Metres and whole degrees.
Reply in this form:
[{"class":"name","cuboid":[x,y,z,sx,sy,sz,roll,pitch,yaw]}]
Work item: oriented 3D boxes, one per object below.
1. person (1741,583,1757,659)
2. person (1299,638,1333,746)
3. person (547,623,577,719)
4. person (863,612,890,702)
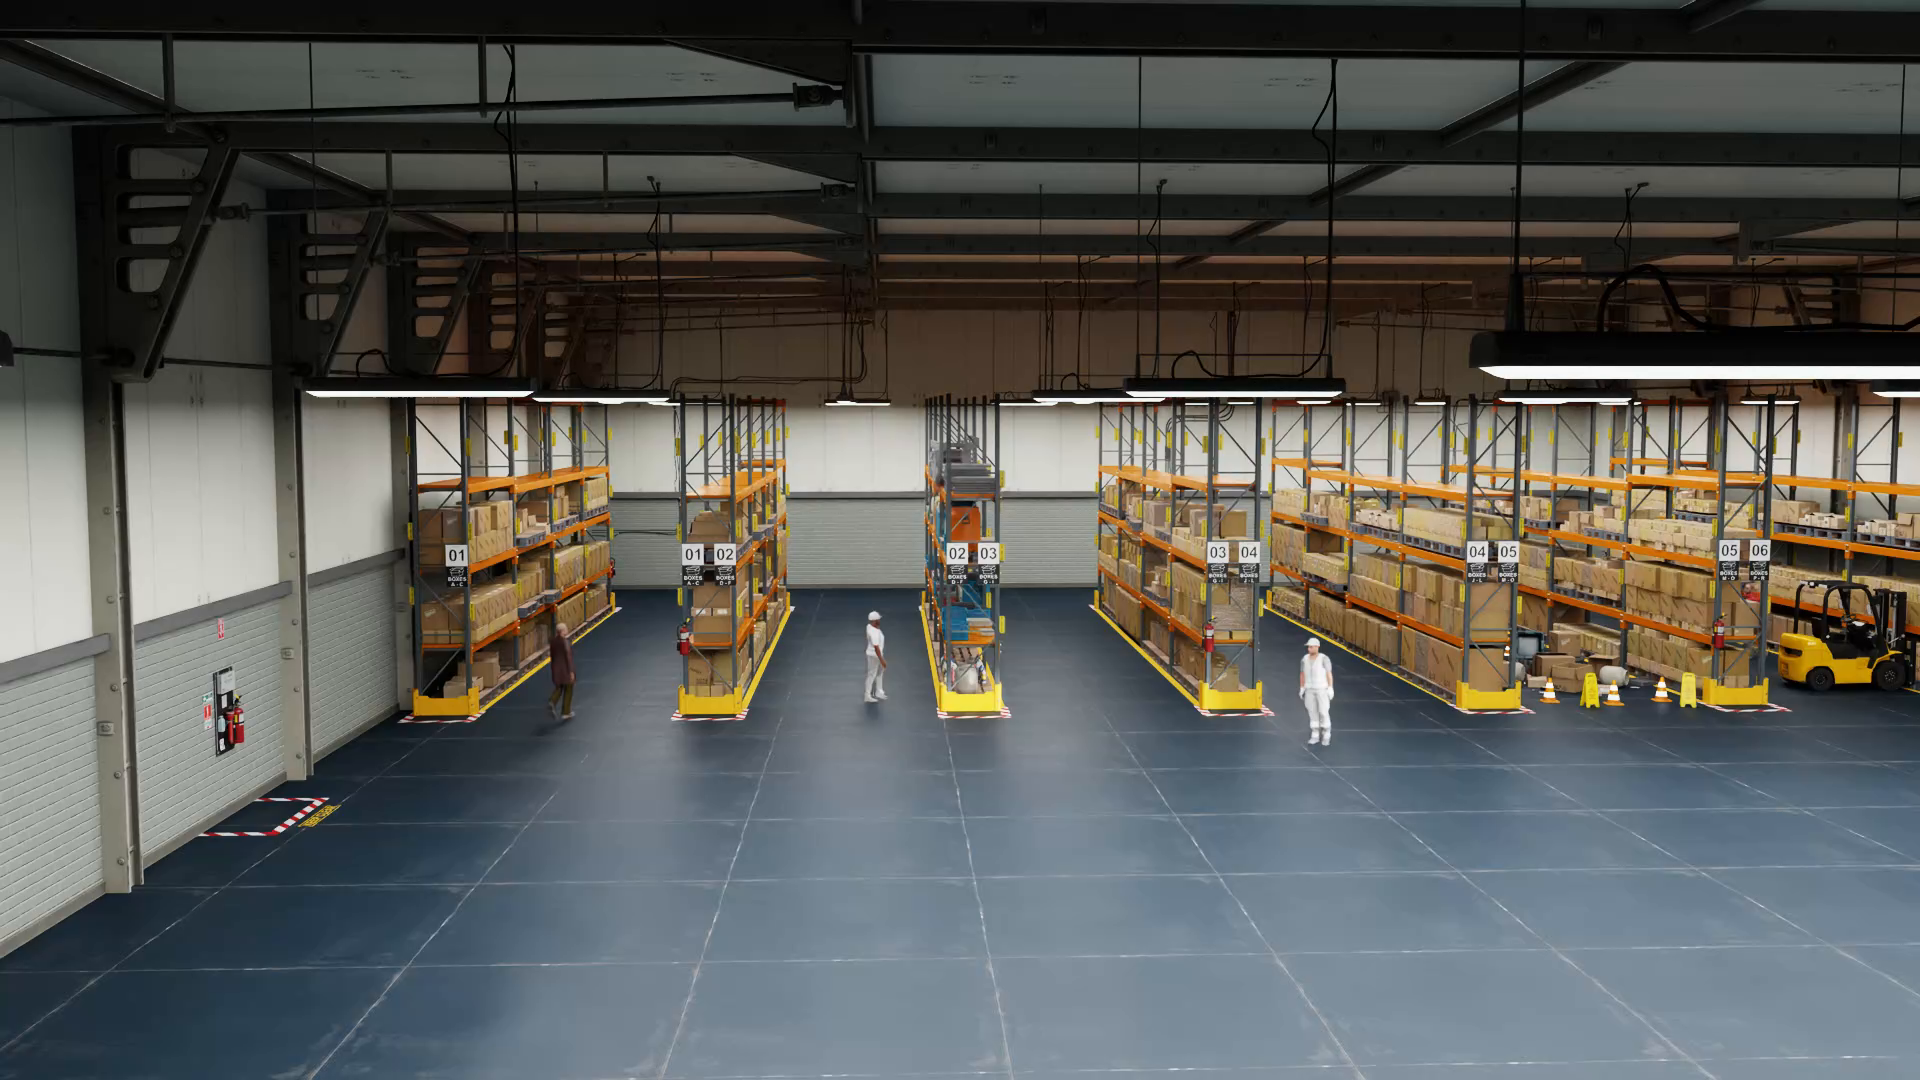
[{"class":"person","cuboid":[18.064,1.881,38.164,0.414,1.783,0.572,3,5,29]},{"class":"person","cuboid":[6.070,2.593,28.439,0.599,1.830,0.380,3,5,35]},{"class":"person","cuboid":[-7.335,2.410,30.540,0.563,1.762,0.673,1,5,18]},{"class":"person","cuboid":[-1.640,2.286,32.522,0.493,1.801,0.690,0,5,2]}]
